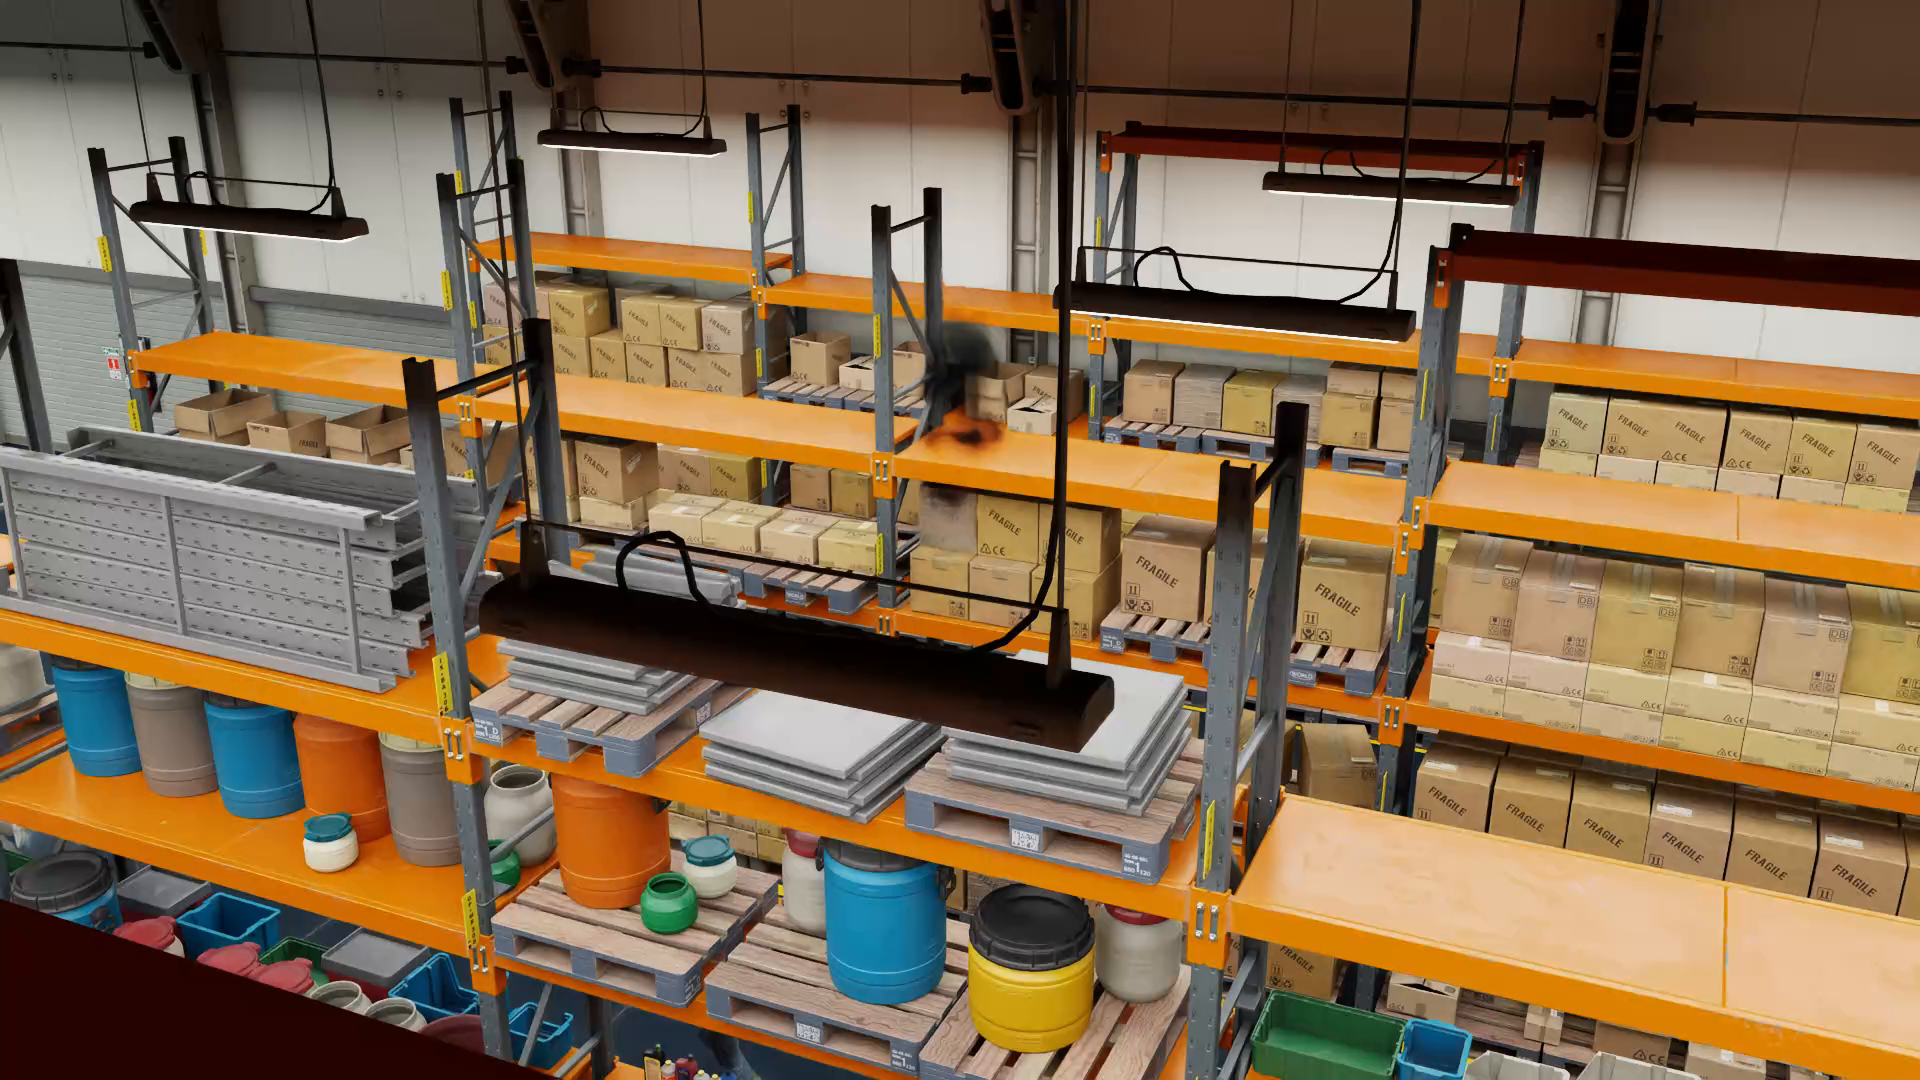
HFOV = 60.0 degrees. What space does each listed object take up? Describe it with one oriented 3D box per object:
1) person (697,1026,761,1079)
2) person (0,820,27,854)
[{"bbox_3d":[-1.664,3.250,11.551,0.664,1.753,0.670,10,23,25],"label":"person"},{"bbox_3d":[-8.657,2.196,14.615,0.686,1.597,0.553,-3,21,-7],"label":"person"}]
